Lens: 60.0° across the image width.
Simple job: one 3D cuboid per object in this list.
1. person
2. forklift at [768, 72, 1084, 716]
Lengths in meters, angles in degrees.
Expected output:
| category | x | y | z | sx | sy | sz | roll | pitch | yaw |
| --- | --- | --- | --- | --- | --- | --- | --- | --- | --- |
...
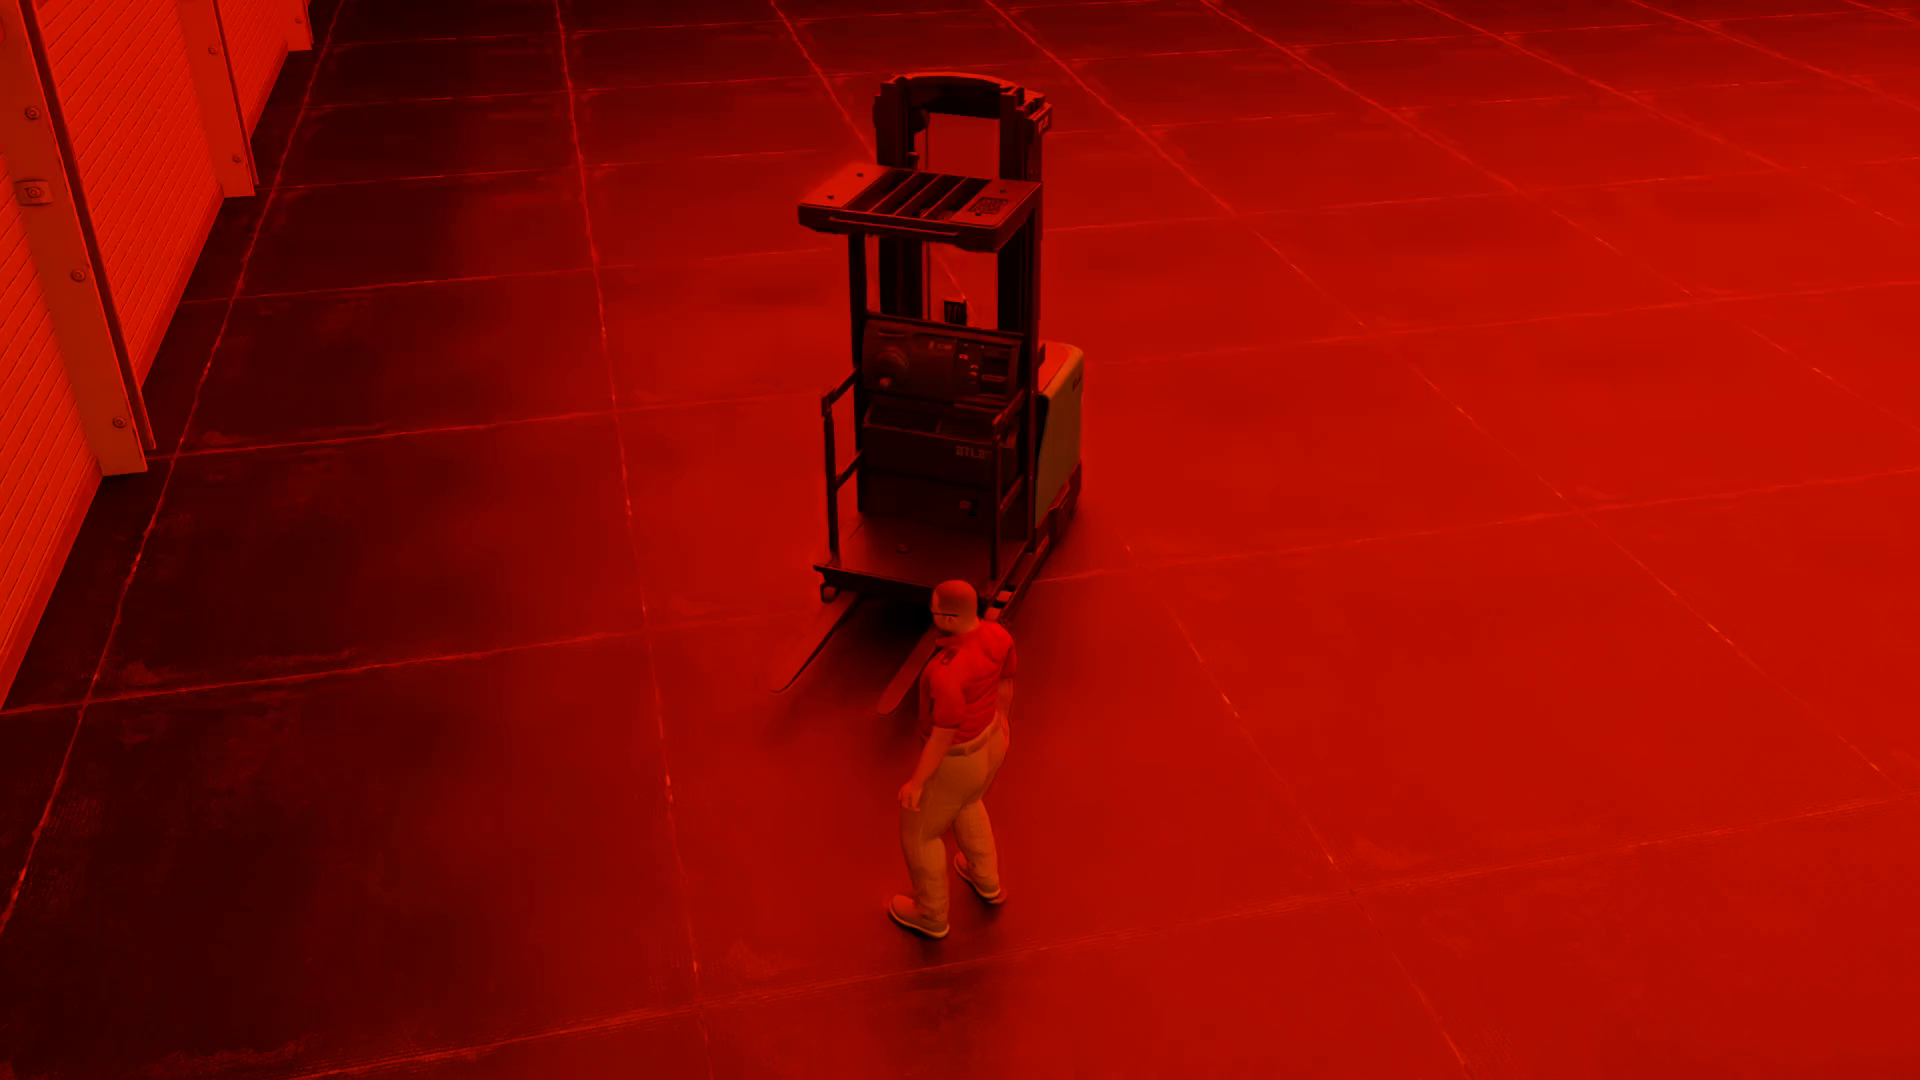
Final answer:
| category | x | y | z | sx | sy | sz | roll | pitch | yaw |
| --- | --- | --- | --- | --- | --- | --- | --- | --- | --- |
| person | -0.045 | 0.911 | 7.220 | 0.429 | 1.709 | 0.726 | 16 | 33 | 25 |
| forklift | -0.181 | -0.949 | 9.214 | 1.130 | 2.935 | 3.031 | 10 | 32 | 17 |
